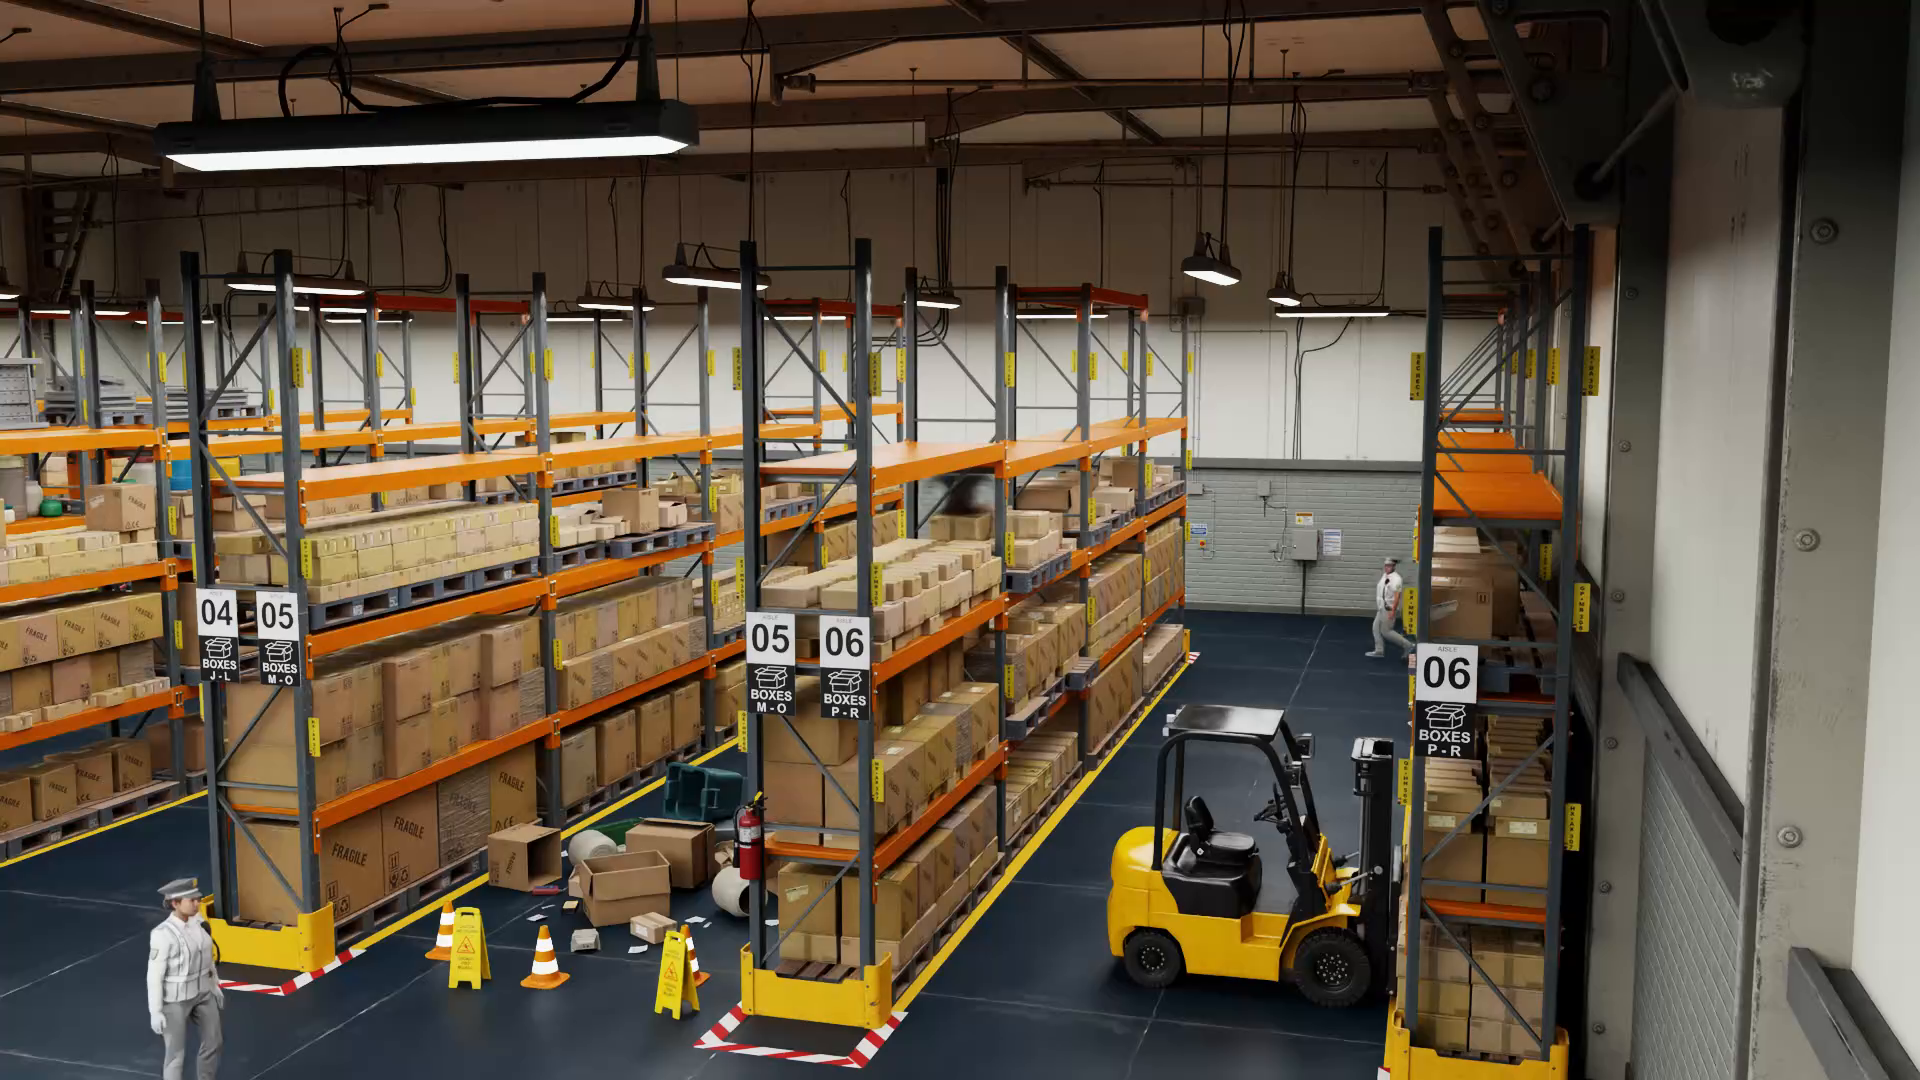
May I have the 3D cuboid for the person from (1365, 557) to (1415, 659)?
[{"bbox_3d":[7.299,1.138,28.142,0.819,1.729,0.543,2,7,15],"label":"person"}]

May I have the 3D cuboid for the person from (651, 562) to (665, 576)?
[{"bbox_3d":[-6.242,0.528,33.636,0.547,1.717,0.495,-4,8,-32],"label":"person"}]

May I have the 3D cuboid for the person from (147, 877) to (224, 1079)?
[{"bbox_3d":[-5.222,3.112,11.201,0.334,1.729,0.567,2,7,19],"label":"person"}]
